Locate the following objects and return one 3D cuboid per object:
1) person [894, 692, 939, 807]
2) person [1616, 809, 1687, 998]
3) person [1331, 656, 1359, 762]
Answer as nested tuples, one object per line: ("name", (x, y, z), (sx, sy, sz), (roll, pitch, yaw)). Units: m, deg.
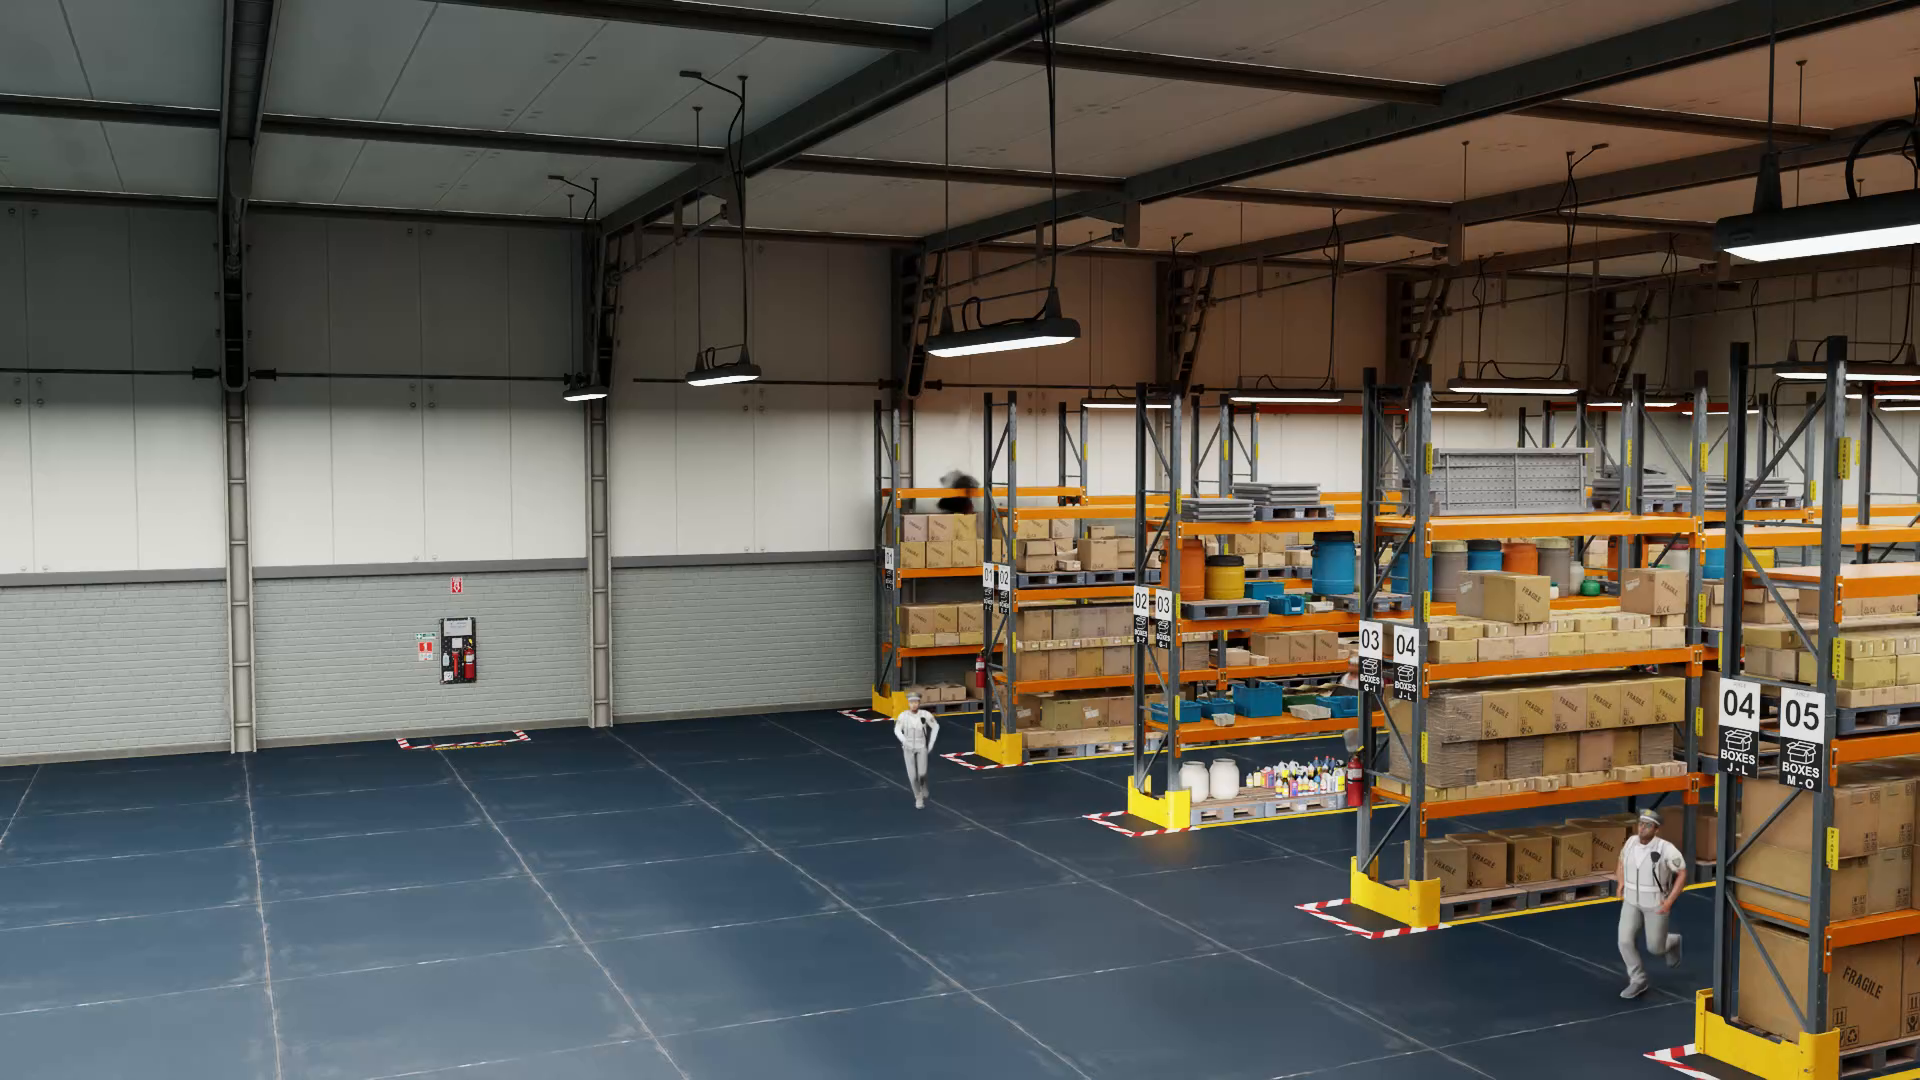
("person", (-0.629, 2.969, 23.569), (0.621, 1.653, 0.511), (0, 3, 4))
("person", (6.502, 3.397, 15.696), (0.758, 1.756, 0.679), (-3, 5, -43))
("person", (6.170, 2.746, 26.196), (0.705, 1.824, 0.613), (-2, 4, -32))
